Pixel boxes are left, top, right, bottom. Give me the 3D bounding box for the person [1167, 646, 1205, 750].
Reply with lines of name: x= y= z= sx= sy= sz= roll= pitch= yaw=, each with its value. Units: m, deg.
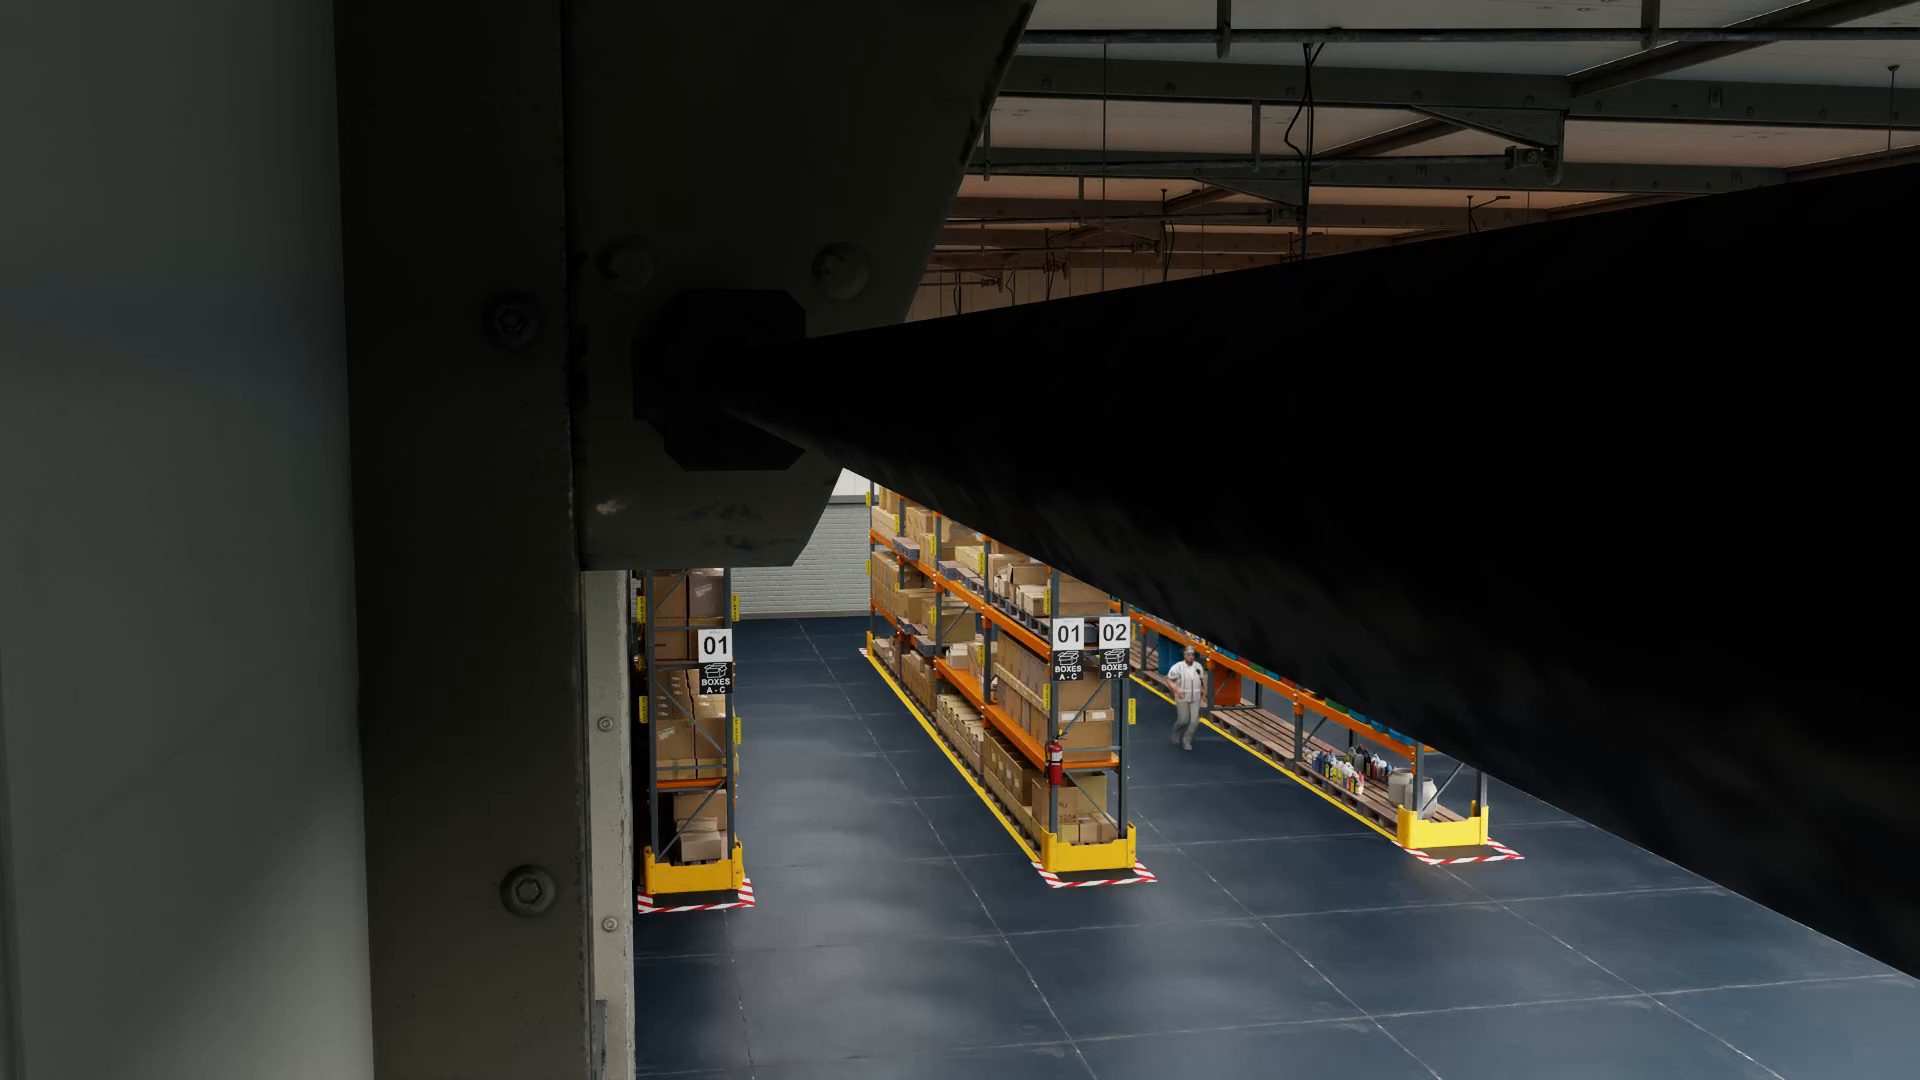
person: x=3.760 y=2.599 z=27.440 sx=0.644 sy=1.732 sz=0.595 roll=-2 pitch=6 yaw=-14
